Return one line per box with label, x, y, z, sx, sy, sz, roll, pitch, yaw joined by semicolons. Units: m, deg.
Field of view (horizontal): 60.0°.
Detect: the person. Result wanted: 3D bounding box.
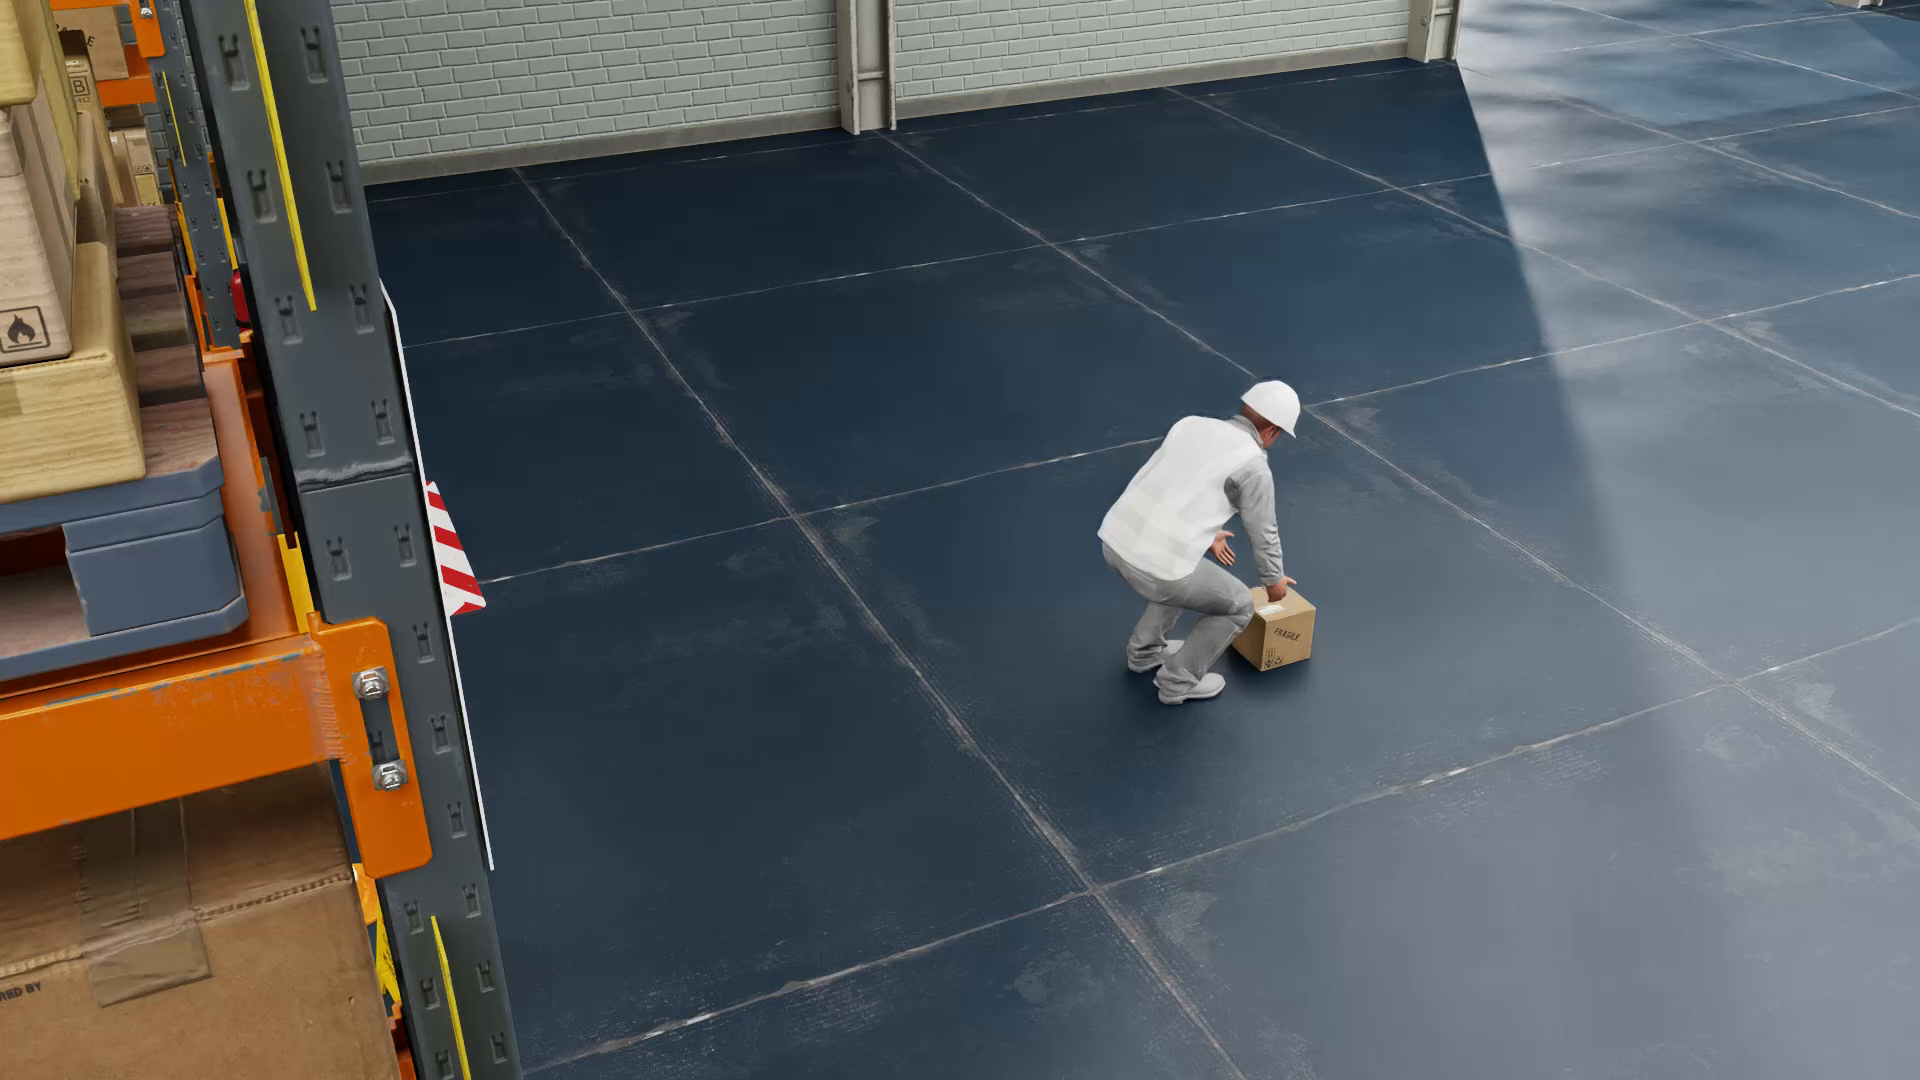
person;0.951;-0.006;6.660;0.842;1.240;0.578;-13;32;-22
